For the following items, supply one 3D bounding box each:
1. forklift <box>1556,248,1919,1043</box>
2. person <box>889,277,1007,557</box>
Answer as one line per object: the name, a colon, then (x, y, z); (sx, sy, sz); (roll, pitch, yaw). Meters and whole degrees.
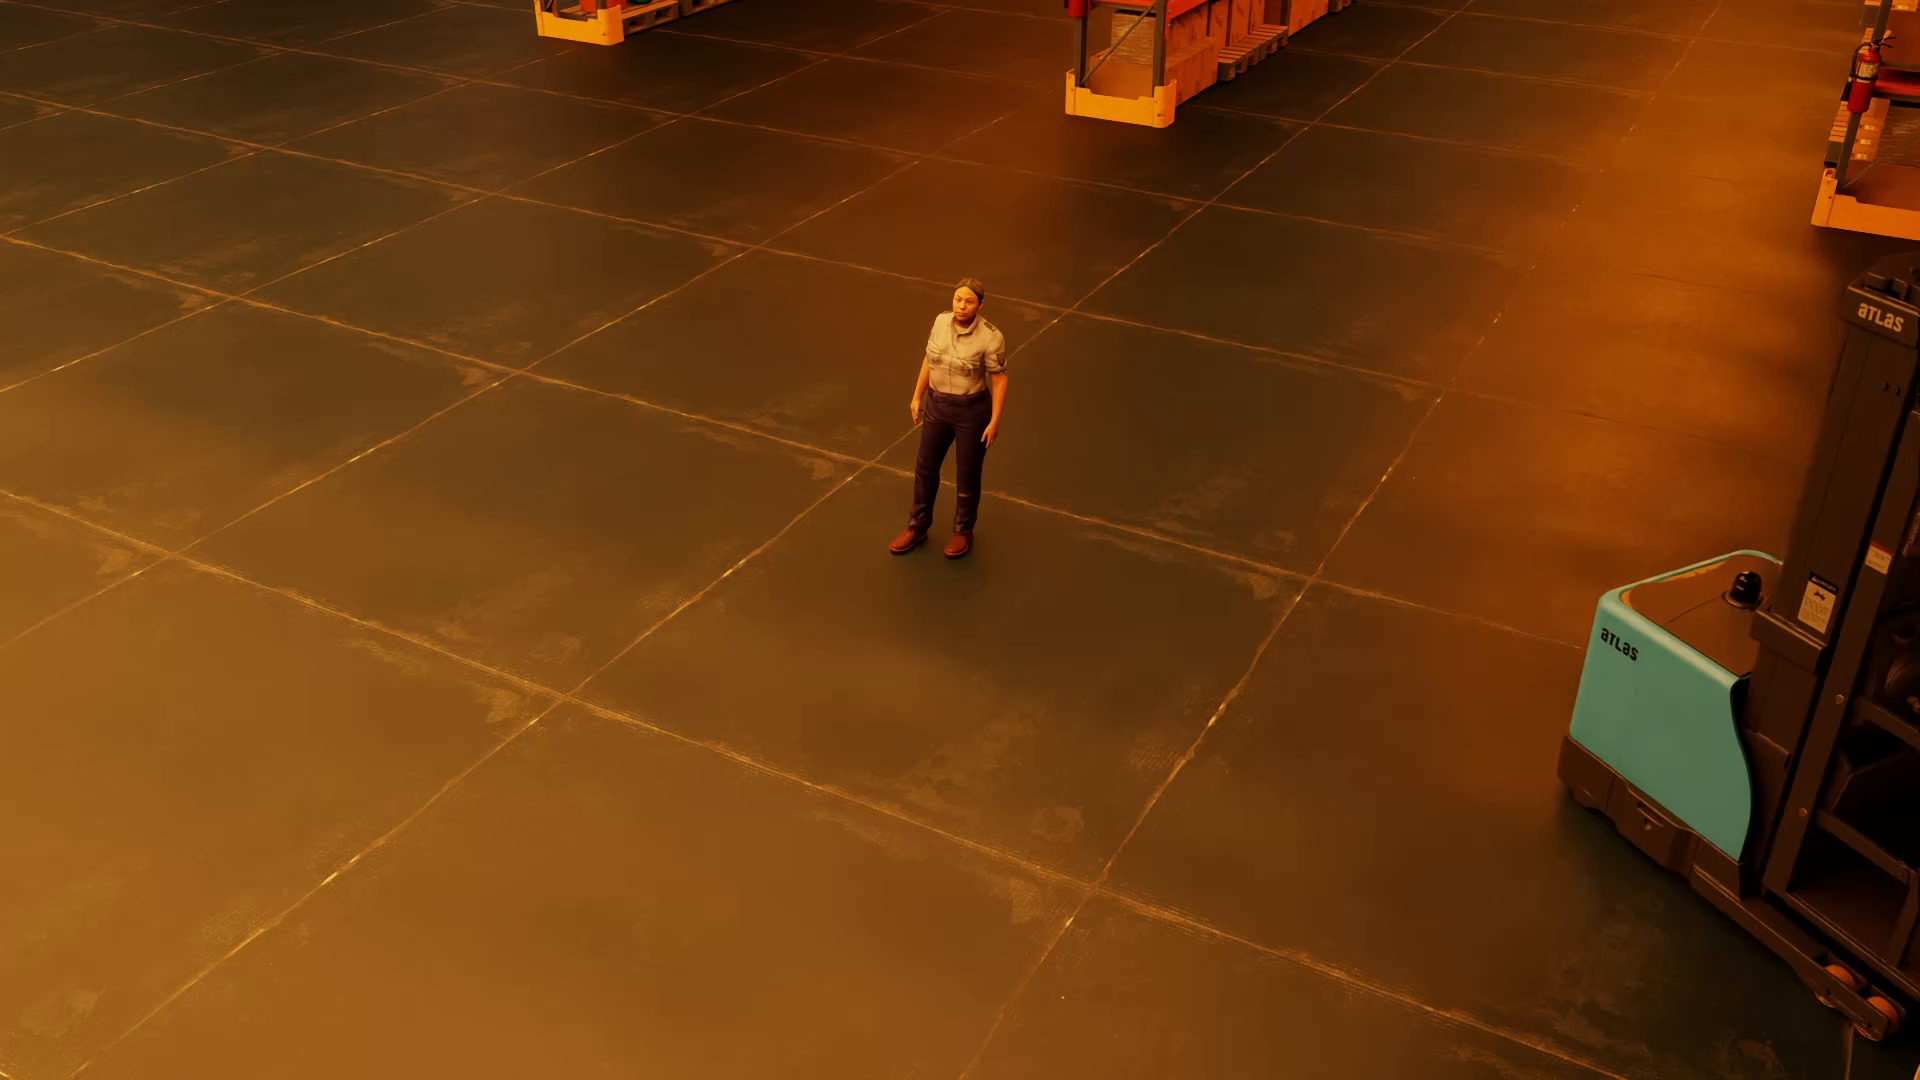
forklift: (3.944, 0.453, 6.286); (1.130, 2.935, 3.031); (-14, 33, -22)
person: (-0.064, -0.686, 9.529); (0.598, 1.651, 0.502); (15, 33, 25)
